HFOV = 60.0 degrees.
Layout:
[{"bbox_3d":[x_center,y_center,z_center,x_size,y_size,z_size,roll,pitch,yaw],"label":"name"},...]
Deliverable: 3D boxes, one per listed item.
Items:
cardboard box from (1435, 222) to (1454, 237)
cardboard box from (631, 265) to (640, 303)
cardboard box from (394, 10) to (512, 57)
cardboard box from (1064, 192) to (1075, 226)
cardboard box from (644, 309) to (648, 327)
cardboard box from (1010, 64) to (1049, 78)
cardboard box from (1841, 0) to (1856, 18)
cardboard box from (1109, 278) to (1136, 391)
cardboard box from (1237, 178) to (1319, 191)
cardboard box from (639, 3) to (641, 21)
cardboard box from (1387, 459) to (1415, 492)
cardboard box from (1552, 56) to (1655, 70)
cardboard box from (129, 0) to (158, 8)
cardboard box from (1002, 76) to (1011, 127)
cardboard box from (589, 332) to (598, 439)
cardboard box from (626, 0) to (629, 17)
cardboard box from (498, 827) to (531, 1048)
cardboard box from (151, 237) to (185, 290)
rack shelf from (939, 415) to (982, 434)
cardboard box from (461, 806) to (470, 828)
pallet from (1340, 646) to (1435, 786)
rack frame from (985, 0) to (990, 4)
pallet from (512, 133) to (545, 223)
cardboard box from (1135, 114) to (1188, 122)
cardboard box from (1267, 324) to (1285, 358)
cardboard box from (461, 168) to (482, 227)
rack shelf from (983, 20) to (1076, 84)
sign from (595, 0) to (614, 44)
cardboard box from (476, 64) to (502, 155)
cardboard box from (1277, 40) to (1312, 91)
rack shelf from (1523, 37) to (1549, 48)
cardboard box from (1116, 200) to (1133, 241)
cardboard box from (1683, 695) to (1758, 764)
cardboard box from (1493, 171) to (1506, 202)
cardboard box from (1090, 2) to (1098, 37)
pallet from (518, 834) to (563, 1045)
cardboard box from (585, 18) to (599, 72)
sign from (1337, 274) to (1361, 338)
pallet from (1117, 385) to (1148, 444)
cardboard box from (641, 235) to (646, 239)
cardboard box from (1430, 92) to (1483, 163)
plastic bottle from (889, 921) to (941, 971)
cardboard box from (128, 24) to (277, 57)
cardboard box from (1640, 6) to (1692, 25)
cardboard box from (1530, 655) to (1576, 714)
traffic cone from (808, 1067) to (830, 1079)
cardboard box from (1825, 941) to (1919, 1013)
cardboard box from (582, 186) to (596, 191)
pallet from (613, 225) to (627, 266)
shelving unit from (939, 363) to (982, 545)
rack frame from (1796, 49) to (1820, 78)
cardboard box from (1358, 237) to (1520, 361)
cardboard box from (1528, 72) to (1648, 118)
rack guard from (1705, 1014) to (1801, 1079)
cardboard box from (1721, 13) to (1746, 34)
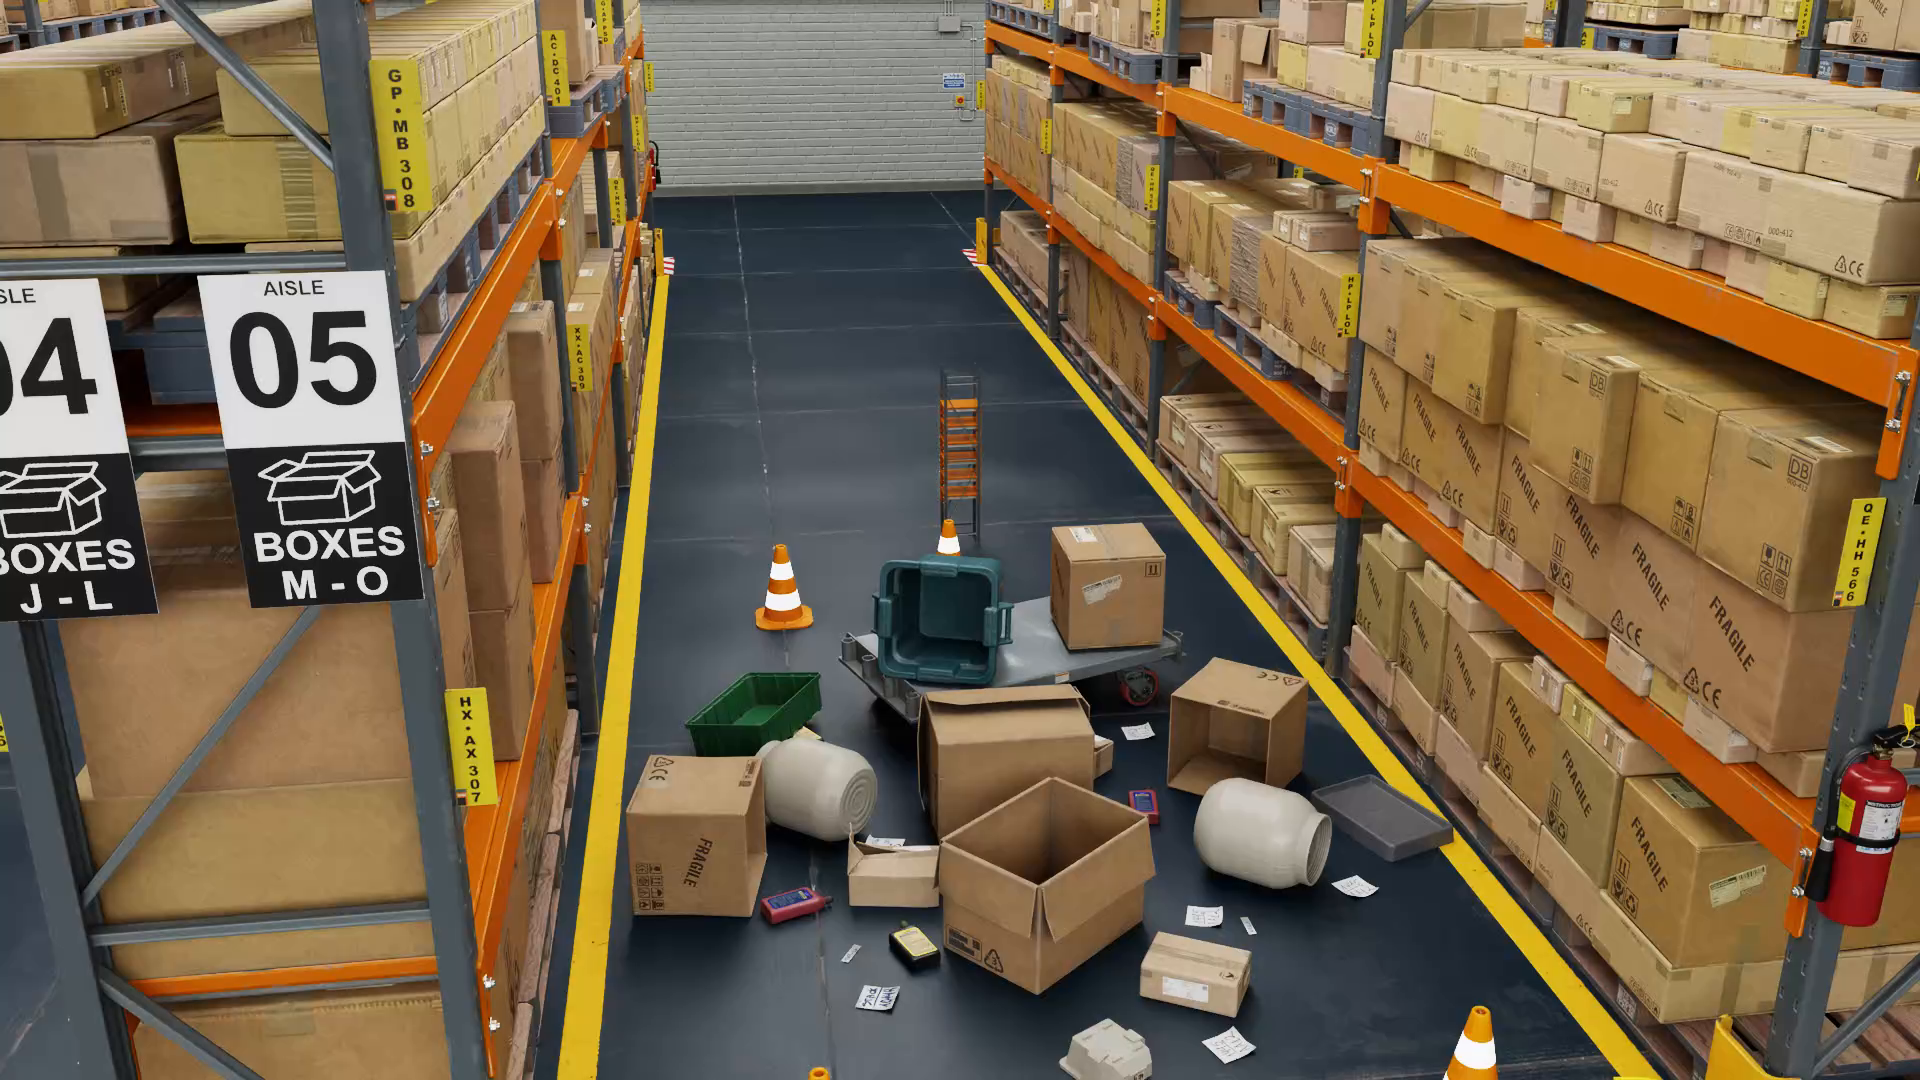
[{"bbox_3d":[5.767,-3.409,19.028,0.500,0.500,0.500,-3,21,-7],"label":"cardboard box"},{"bbox_3d":[-3.150,-2.296,14.977,0.500,0.250,0.500,-3,21,-9],"label":"cardboard box"},{"bbox_3d":[-1.839,-1.838,6.038,0.380,0.149,0.250,-3,21,-8],"label":"cardboard box"},{"bbox_3d":[1.254,-3.034,15.266,0.500,0.250,0.500,-3,21,-9],"label":"cardboard box"},{"bbox_3d":[-3.242,-2.168,16.207,0.380,0.149,0.250,-4,21,-10],"label":"cardboard box"},{"bbox_3d":[0.749,-5.066,17.994,0.380,0.149,0.250,-3,21,-7],"label":"cardboard box"},{"bbox_3d":[7.085,-4.118,12.887,0.380,0.149,0.250,-4,21,-10],"label":"cardboard box"},{"bbox_3d":[1.811,-1.818,14.232,0.875,0.875,0.875,-3,21,-7],"label":"cardboard box"},{"bbox_3d":[2.293,-2.303,11.928,0.500,0.500,0.500,-4,21,-9],"label":"cardboard box"},{"bbox_3d":[-3.757,-5.740,18.224,0.500,0.250,0.500,-3,21,-9],"label":"cardboard box"},{"bbox_3d":[2.345,-0.351,8.228,0.380,0.149,0.250,-2,21,-6],"label":"cardboard box"},{"bbox_3d":[2.853,-2.060,7.378,0.380,0.149,0.250,-2,21,-6],"label":"cardboard box"},{"bbox_3d":[-8.879,-5.852,17.425,0.700,0.500,0.500,-4,21,-11],"label":"cardboard box"},{"bbox_3d":[0.750,-4.812,18.241,0.500,0.500,0.500,-3,21,-8],"label":"cardboard box"},{"bbox_3d":[-2.237,-0.812,8.959,0.500,0.500,0.500,-3,21,-7],"label":"cardboard box"},{"bbox_3d":[-3.407,-5.085,15.756,0.500,0.250,0.500,-3,21,-8],"label":"cardboard box"},{"bbox_3d":[-2.070,1.253,6.010,0.875,0.875,0.875,-3,21,-9],"label":"cardboard box"},{"bbox_3d":[-2.197,-0.726,4.201,0.380,0.149,0.250,-3,21,-7],"label":"cardboard box"},{"bbox_3d":[0.002,-0.740,10.924,0.258,0.103,0.180,-3,21,-8],"label":"rack shelf"},{"bbox_3d":[-1.977,0.605,5.095,0.875,0.550,0.550,-3,21,-8],"label":"cardboard box"},{"bbox_3d":[2.661,0.858,8.617,1.003,0.211,1.213,-3,21,-8],"label":"pallet"},{"bbox_3d":[0.800,-7.644,18.821,1.000,3.000,0.127,-3,21,-8],"label":"rack frame"},{"bbox_3d":[-2.247,-1.474,6.716,1.003,0.211,1.213,-3,21,-8],"label":"pallet"},{"bbox_3d":[1.825,-3.467,14.639,0.500,0.500,0.500,-2,21,-6],"label":"cardboard box"},{"bbox_3d":[2.049,-1.190,9.874,0.380,0.149,0.250,-3,21,-7],"label":"cardboard box"},{"bbox_3d":[-1.656,-1.025,5.002,0.380,0.149,0.250,-3,21,-8],"label":"cardboard box"},{"bbox_3d":[1.088,-5.209,17.618,1.077,0.370,4.000,-3,21,-8],"label":"rack shelf"},{"bbox_3d":[-2.381,-3.489,11.131,0.100,0.325,0.005,-3,21,-8],"label":"sign"},{"bbox_3d":[-1.813,-1.431,5.520,0.500,0.250,0.500,-3,21,-8],"label":"cardboard box"},{"bbox_3d":[2.161,-2.758,9.639,0.500,0.250,0.500,-3,21,-7],"label":"cardboard box"},{"bbox_3d":[5.999,-5.461,18.292,1.077,0.370,4.000,-3,21,-8],"label":"rack shelf"},{"bbox_3d":[1.554,-2.560,13.283,0.500,0.250,0.500,-3,21,-9],"label":"cardboard box"},{"bbox_3d":[2.694,0.623,5.620,0.380,0.149,0.250,-3,21,-8],"label":"cardboard box"},{"bbox_3d":[2.483,-1.491,6.992,0.380,0.149,0.250,-4,21,-9],"label":"cardboard box"},{"bbox_3d":[1.293,-4.337,13.847,0.396,0.266,0.258,-1,21,-3],"label":"cardboard box"},{"bbox_3d":[-2.143,1.603,6.624,1.003,0.211,1.213,-3,21,-8],"label":"pallet"},{"bbox_3d":[-2.483,-3.039,10.164,0.500,0.311,0.500,-3,21,-8],"label":"cardboard box"},{"bbox_3d":[1.981,-1.192,8.466,0.100,0.325,0.005,-3,21,-8],"label":"sign"},{"bbox_3d":[1.914,-1.034,13.684,1.003,0.211,1.213,-3,21,-8],"label":"pallet"},{"bbox_3d":[-3.640,-3.252,18.261,0.380,0.149,0.250,-4,21,-10],"label":"cardboard box"},{"bbox_3d":[2.405,-1.809,7.275,0.500,0.250,0.500,-3,21,-8],"label":"cardboard box"},{"bbox_3d":[-0.200,1.638,6.742,0.133,0.061,0.283,-11,23,-26],"label":"plastic bottle"},{"bbox_3d":[-2.382,-1.542,5.246,0.380,0.149,0.250,-3,21,-7],"label":"cardboard box"},{"bbox_3d":[6.184,-4.577,14.513,0.380,0.149,0.250,-2,21,-7],"label":"cardboard box"},{"bbox_3d":[2.544,0.576,6.718,0.380,0.149,0.250,-2,21,-5],"label":"cardboard box"},{"bbox_3d":[-0.449,1.924,5.405,0.336,0.463,0.334,-3,21,-8],"label":"traffic cone"},{"bbox_3d":[3.263,1.504,6.232,0.500,0.250,0.500,-3,21,-8],"label":"cardboard box"},{"bbox_3d":[-2.957,-2.670,12.987,0.380,0.149,0.250,-2,21,-5],"label":"cardboard box"},{"bbox_3d":[-3.257,-2.373,13.556,1.003,0.211,1.213,-3,21,-8],"label":"pallet"},{"bbox_3d":[0.002,-0.557,10.993,0.258,1.200,0.189,-3,21,-8],"label":"shelving unit"},{"bbox_3d":[6.864,-2.316,13.129,1.000,3.000,0.127,-3,21,-8],"label":"rack frame"},{"bbox_3d":[2.378,-1.170,8.065,0.700,0.500,0.500,-3,21,-8],"label":"cardboard box"},{"bbox_3d":[2.494,-1.766,6.590,0.380,0.149,0.250,-3,21,-9],"label":"cardboard box"},{"bbox_3d":[3.095,1.851,5.547,1.175,0.500,0.348,-3,21,-8],"label":"rack guard"},{"bbox_3d":[6.465,-4.215,13.571,0.380,0.149,0.250,-3,21,-8],"label":"cardboard box"}]
